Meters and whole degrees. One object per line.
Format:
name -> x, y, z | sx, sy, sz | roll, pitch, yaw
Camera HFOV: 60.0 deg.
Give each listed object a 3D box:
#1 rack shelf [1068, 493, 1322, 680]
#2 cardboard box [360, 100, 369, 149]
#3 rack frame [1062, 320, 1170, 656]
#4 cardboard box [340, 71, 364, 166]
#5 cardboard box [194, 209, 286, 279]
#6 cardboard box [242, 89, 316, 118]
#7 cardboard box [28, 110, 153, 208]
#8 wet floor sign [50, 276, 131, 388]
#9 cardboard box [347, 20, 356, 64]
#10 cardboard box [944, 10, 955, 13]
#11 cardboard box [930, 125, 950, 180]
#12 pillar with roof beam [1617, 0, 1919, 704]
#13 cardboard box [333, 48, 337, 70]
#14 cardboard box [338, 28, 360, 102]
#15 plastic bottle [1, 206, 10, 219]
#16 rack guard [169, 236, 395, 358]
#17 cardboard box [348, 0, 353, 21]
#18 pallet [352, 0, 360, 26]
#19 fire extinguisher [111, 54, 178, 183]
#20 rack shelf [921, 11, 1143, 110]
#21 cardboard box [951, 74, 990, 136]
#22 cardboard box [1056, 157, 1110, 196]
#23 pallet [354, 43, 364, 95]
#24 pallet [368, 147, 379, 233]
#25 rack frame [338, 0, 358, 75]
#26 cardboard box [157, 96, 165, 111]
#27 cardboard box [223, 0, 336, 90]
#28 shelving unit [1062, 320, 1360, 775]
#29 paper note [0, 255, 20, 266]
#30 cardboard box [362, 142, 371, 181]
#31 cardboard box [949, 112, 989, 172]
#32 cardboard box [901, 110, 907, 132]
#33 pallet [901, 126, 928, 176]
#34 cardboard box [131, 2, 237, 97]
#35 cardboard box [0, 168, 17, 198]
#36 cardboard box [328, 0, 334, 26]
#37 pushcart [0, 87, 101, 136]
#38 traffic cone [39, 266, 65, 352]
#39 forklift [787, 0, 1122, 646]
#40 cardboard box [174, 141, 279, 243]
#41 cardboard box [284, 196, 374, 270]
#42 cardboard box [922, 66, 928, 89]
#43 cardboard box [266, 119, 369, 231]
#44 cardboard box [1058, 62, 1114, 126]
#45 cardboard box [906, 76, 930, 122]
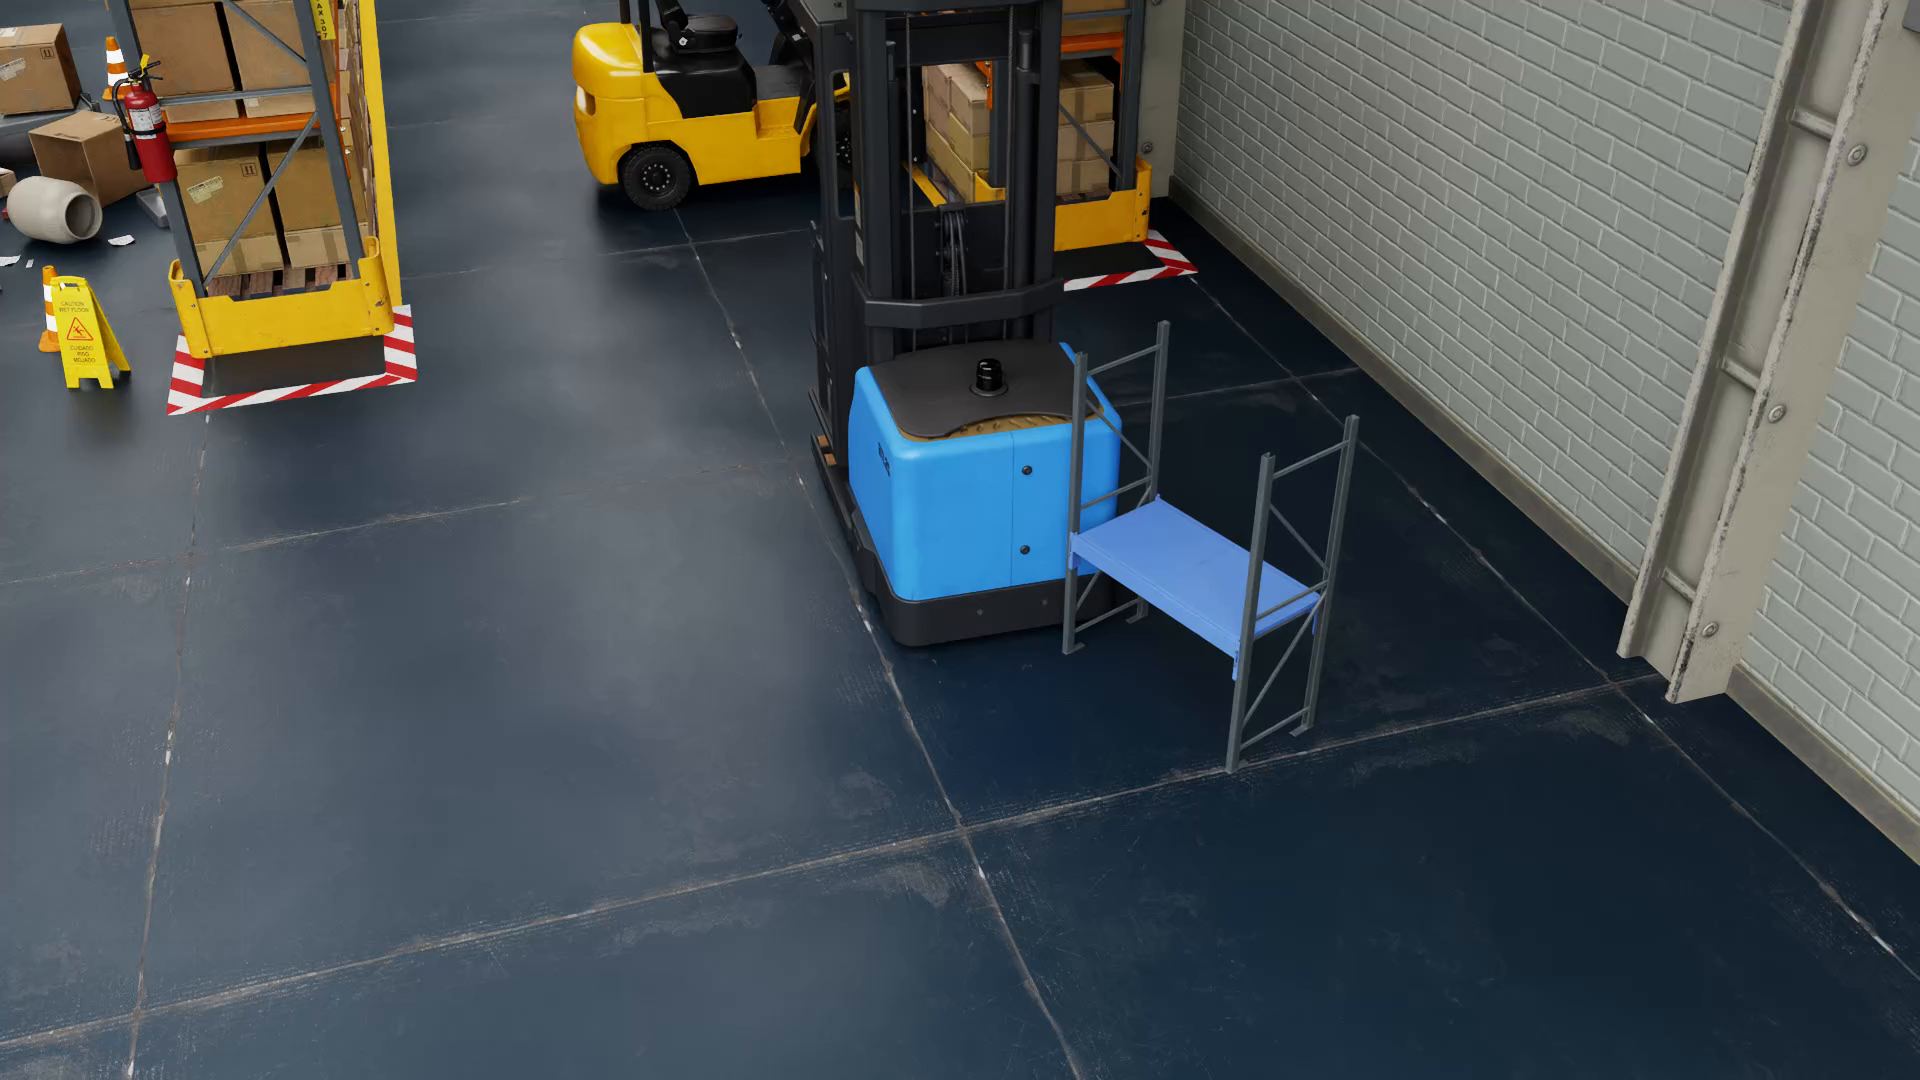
rack shelf -> 0.979, 0.173, 6.954 | 0.538, 0.185, 1.000 | -23, 40, -31
cardboard box -> -4.653, -3.054, 12.264 | 0.500, 0.250, 0.500 | -11, 35, -16
rack frame -> 0.666, -0.198, 7.189 | 0.500, 1.500, 0.032 | -23, 40, -31
cardboard box -> -4.341, -2.831, 11.246 | 0.500, 0.500, 0.500 | -9, 35, -14
cardboard box -> -4.552, -1.889, 10.501 | 0.500, 0.250, 0.500 | -10, 35, -15
cardboard box -> -3.948, -2.577, 9.658 | 0.380, 0.149, 0.250 | -10, 35, -15
cardboard box -> -6.231, -2.736, 11.935 | 0.500, 0.500, 0.500 | 13, 36, 18
wet floor sign -> -5.003, -1.207, 9.492 | 0.267, 0.644, 0.232 | 1, 33, 2
cardboard box -> -5.424, -3.923, 13.469 | 0.950, 0.372, 0.625 | -10, 35, -14
cardboard box -> 0.135, -3.836, 11.243 | 0.500, 0.500, 0.500 | -9, 34, -13
cardboard box -> 0.098, -2.790, 11.865 | 0.500, 0.250, 0.500 | -10, 35, -15
pillar with roof beam -> -0.939, -2.452, 3.798 | 9.100, 9.000, 0.400 | -10, 35, -15
cardboard box -> -4.076, -3.002, 10.299 | 0.380, 0.149, 0.250 | -9, 35, -14
cardboard box -> -4.669, -3.378, 12.074 | 0.500, 0.500, 0.500 | -9, 35, -14
plastic bottle -> -6.654, -2.350, 11.751 | 0.133, 0.061, 0.283 | -4, 34, -6
rack guard -> -4.065, -1.466, 10.015 | 1.175, 0.500, 0.348 | -10, 35, -15
cardboard box -> -5.860, -4.665, 14.591 | 0.950, 0.372, 0.625 | -9, 34, -13
pallet -> -6.245, -5.095, 15.770 | 1.003, 0.211, 1.213 | -10, 35, -15
fire extinguisher -> -4.445, -2.299, 9.079 | 0.296, 0.674, 0.183 | -10, 35, -15
rack shelf -> 0.074, -4.056, 12.319 | 1.077, 0.370, 4.000 | -10, 35, -15
cardboard box -> 0.247, -2.940, 11.185 | 0.500, 0.250, 0.500 | -9, 34, -13
cardboard box -> 0.721, -2.625, 11.614 | 0.500, 0.250, 0.500 | -10, 35, -15
pallet -> -5.501, -3.814, 13.831 | 1.003, 0.211, 1.213 | -10, 35, -15
pallet -> -4.647, -2.417, 11.717 | 1.003, 0.211, 1.213 | -10, 35, -15
rack frame -> -5.262, -4.569, 12.444 | 1.000, 3.000, 0.127 | -10, 35, -15
cardboard box -> -4.542, -2.639, 9.751 | 0.380, 0.149, 0.250 | -10, 35, -15
cardboard box -> -3.922, -2.930, 9.603 | 0.500, 0.500, 0.500 | -11, 35, -15
shelving unit -> 0.979, 0.023, 6.854 | 0.538, 1.500, 1.048 | -23, 40, -31
paper note -> -6.342, -1.858, 11.045 | 0.148, 0.019, 0.142 | 1, 33, 2
cardboard box -> -4.351, -2.521, 11.457 | 0.500, 0.250, 0.500 | -8, 34, -12
cardboard box -> 0.238, -2.745, 11.344 | 0.500, 0.250, 0.500 | -10, 35, -15
cardboard box -> -0.226, -3.323, 12.671 | 0.500, 0.250, 0.500 | -9, 34, -13
pallet -> 0.043, -3.176, 12.865 | 1.003, 0.211, 1.213 | -10, 35, -15
cardboard box -> -4.469, -2.874, 9.517 | 0.500, 0.500, 0.500 | -11, 35, -16
cardboard box -> -7.057, -2.640, 12.004 | 0.396, 0.266, 0.258 | 19, 38, 26
cardboard box -> -4.240, -3.469, 10.418 | 0.500, 0.500, 0.500 | -11, 35, -16
pushcart -> -7.418, -3.066, 12.547 | 1.648, 0.377, 0.936 | -23, 40, -31
traffic cone -> -5.401, -1.420, 9.978 | 0.336, 0.463, 0.334 | -10, 35, -15
forklift -> -0.162, -1.557, 7.947 | 1.130, 2.935, 3.031 | -8, 34, -12
cardboard box -> -4.534, -2.187, 10.271 | 0.500, 0.500, 0.500 | -10, 35, -14
cardboard box -> -4.024, -1.967, 10.619 | 0.500, 0.250, 0.500 | -10, 35, -15
cardboard box -> -0.078, -3.471, 11.988 | 0.500, 0.250, 0.500 | -10, 35, -14
cardboard box -> -4.032, -2.292, 10.431 | 0.500, 0.500, 0.500 | -11, 35, -16
cardboard box -> 0.718, -3.035, 11.329 | 0.500, 0.250, 0.500 | -11, 35, -15
cardboard box -> -0.082, -3.278, 12.150 | 0.500, 0.250, 0.500 | -11, 35, -16
